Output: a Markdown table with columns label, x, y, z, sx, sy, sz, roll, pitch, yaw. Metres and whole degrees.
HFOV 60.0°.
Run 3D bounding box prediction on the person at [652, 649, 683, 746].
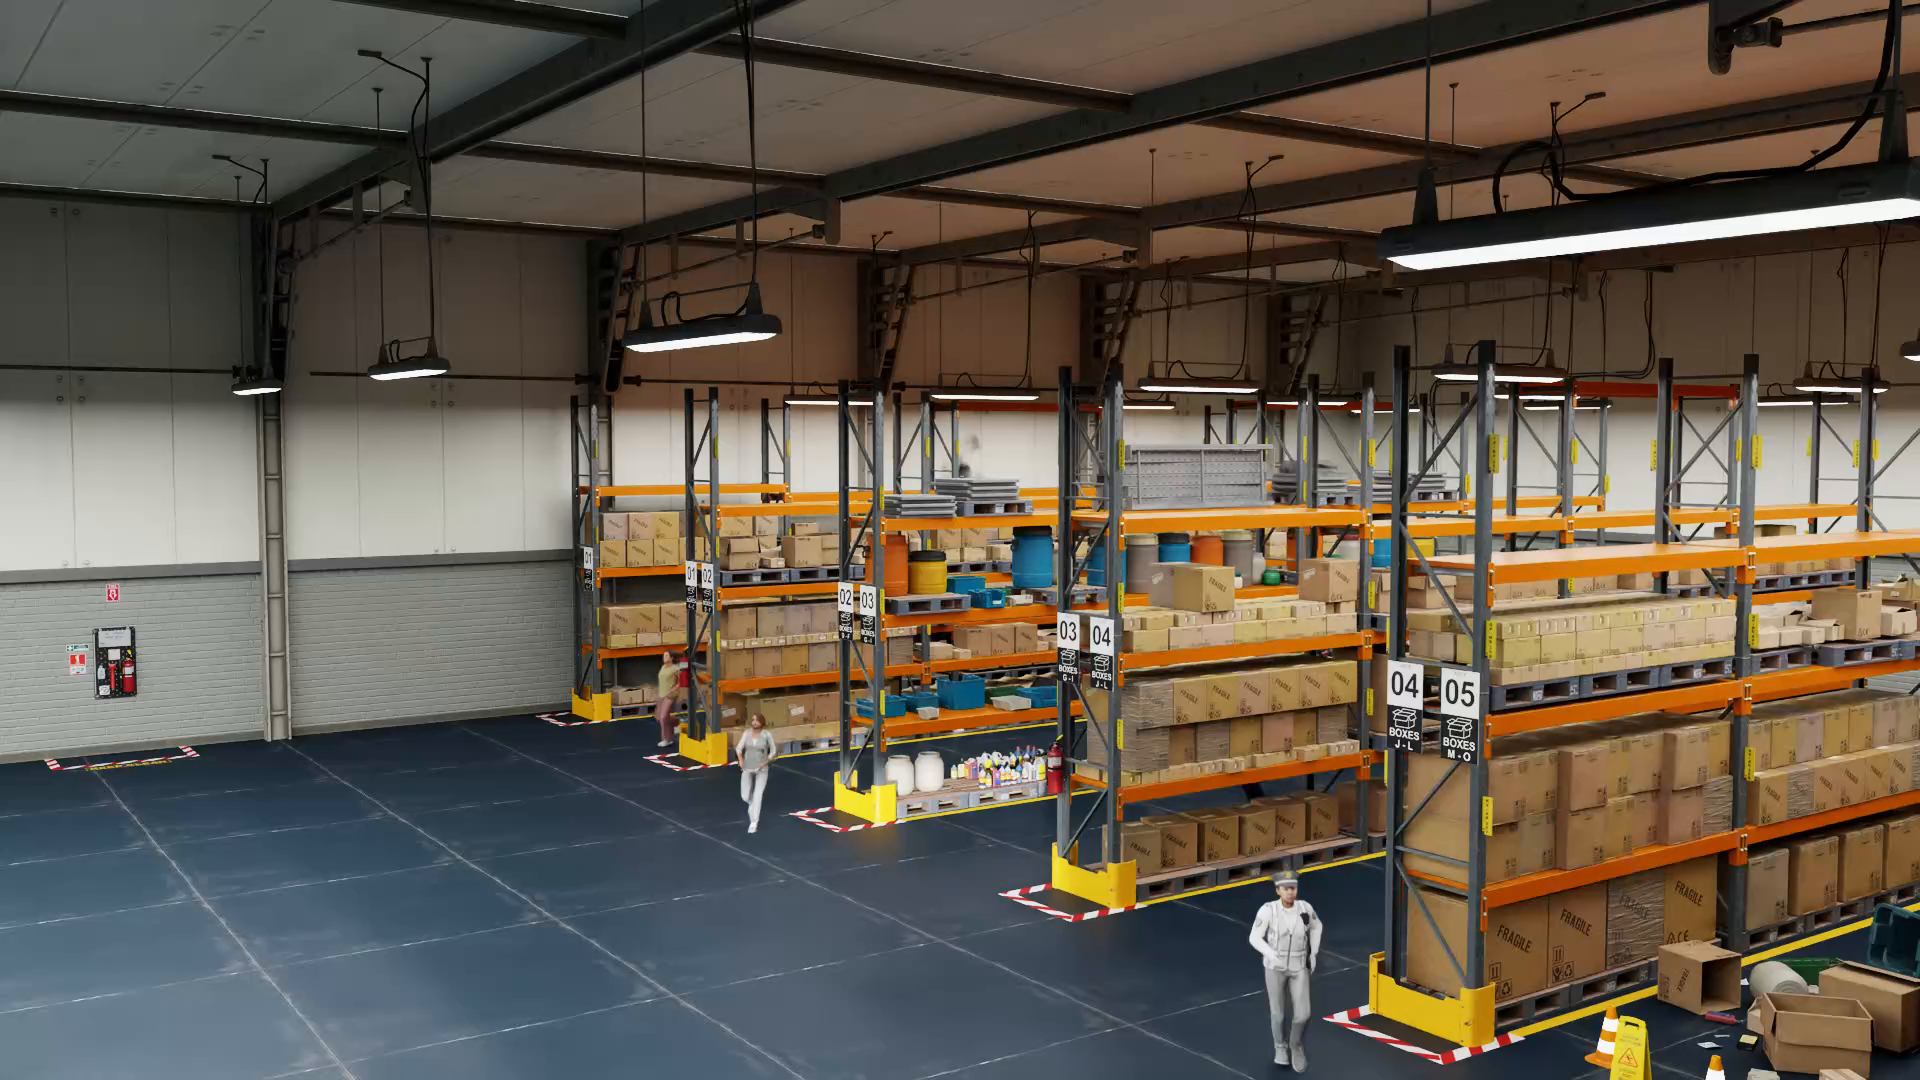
| label | x | y | z | sx | sy | sz | roll | pitch | yaw |
| --- | --- | --- | --- | --- | --- | --- | --- | --- | --- |
| person | -4.895 | 2.670 | 28.215 | 0.595 | 1.608 | 0.569 | 3 | 5 | 41 |

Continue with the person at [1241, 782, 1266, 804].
| label | x | y | z | sx | sy | sz | roll | pitch | yaw |
| --- | --- | --- | --- | --- | --- | --- | --- | --- | --- |
| person | 3.982 | 2.980 | 22.920 | 0.576 | 1.606 | 0.591 | -3 | 5 | -41 |

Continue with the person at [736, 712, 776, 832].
| label | x | y | z | sx | sy | sz | roll | pitch | yaw |
| --- | --- | --- | --- | --- | --- | --- | --- | --- | --- |
| person | -2.718 | 3.070 | 22.125 | 0.545 | 1.568 | 0.523 | 0 | 3 | 3 |

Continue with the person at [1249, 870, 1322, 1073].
| label | x | y | z | sx | sy | sz | roll | pitch | yaw |
| --- | --- | --- | --- | --- | --- | --- | --- | --- | --- |
| person | 2.667 | 3.512 | 13.549 | 0.617 | 1.686 | 0.638 | 0 | 3 | 4 |
